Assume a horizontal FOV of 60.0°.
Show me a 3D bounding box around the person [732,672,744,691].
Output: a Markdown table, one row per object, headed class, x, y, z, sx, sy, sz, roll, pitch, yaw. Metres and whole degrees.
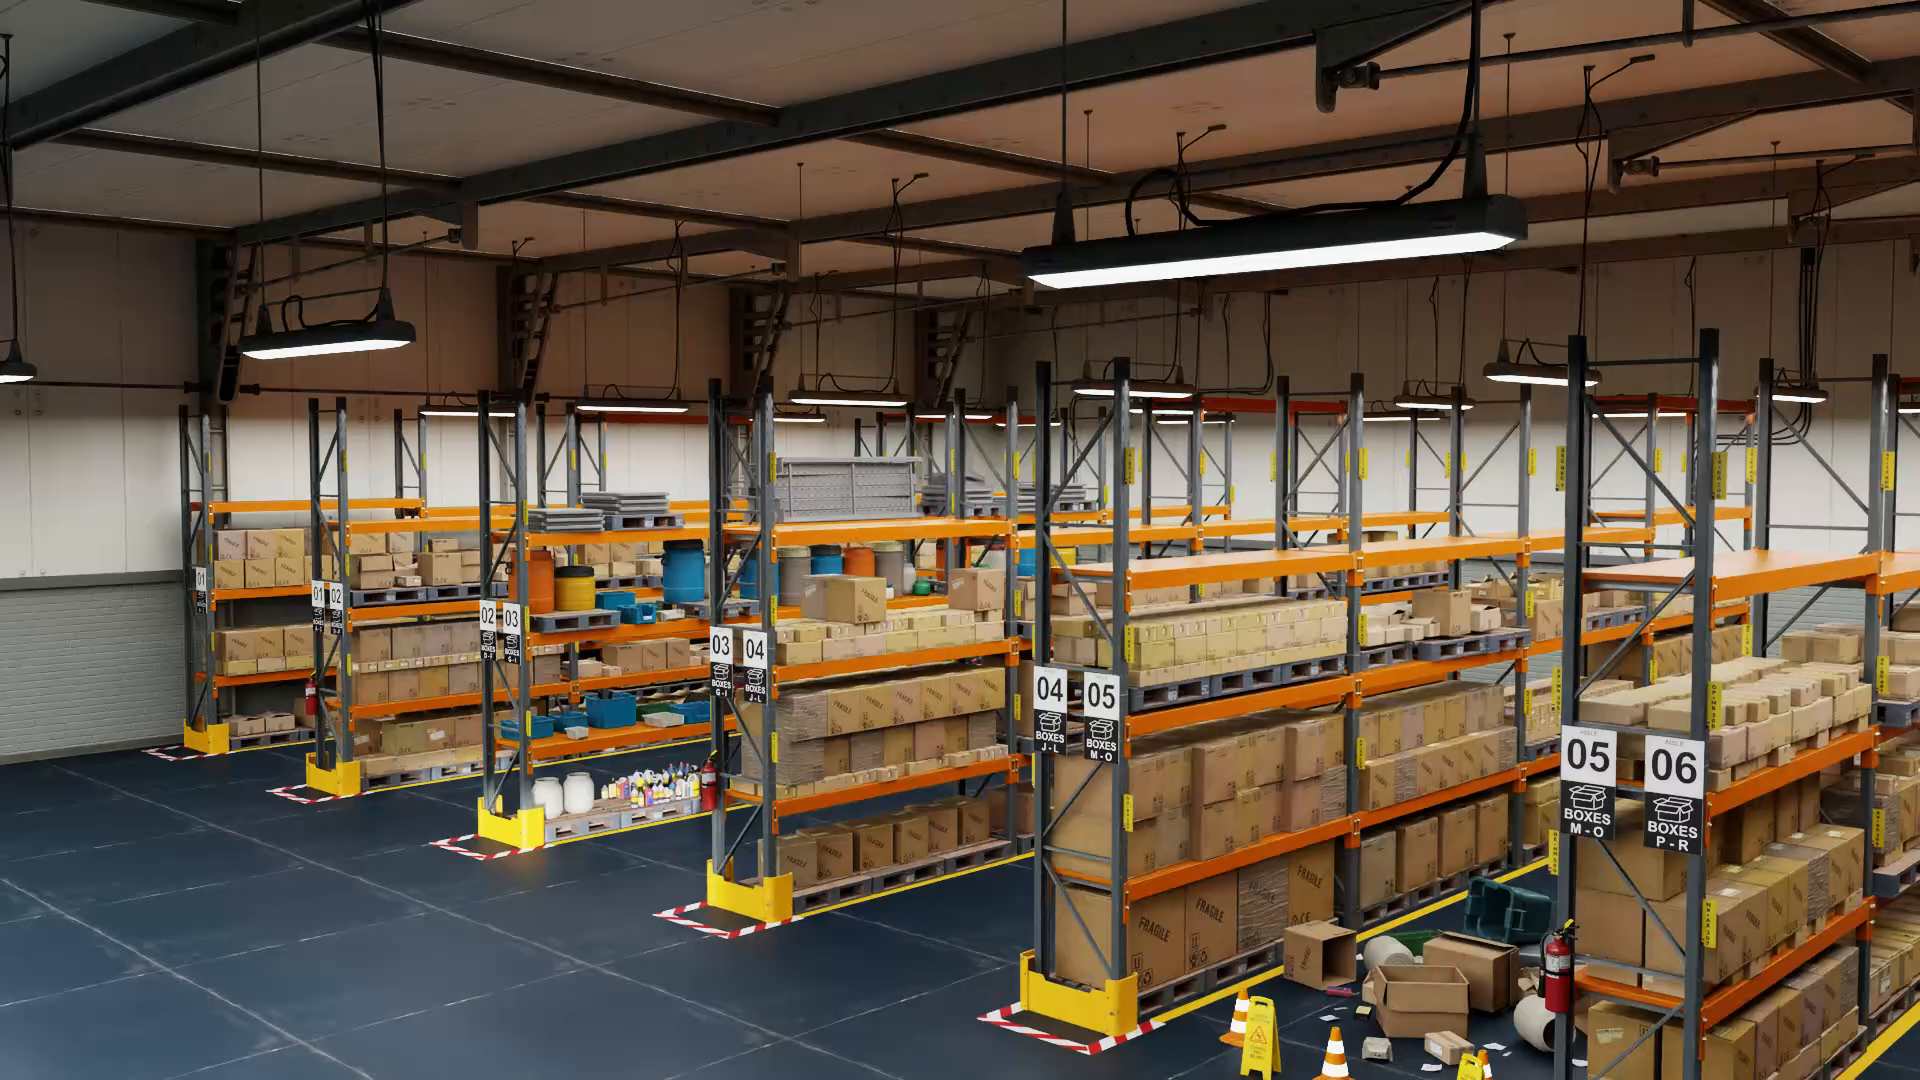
| class | x | y | z | sx | sy | sz | roll | pitch | yaw |
| --- | --- | --- | --- | --- | --- | --- | --- | --- | --- |
| person | -4.424 | 2.547 | 33.022 | 0.636 | 1.751 | 0.906 | 2 | 4 | 35 |
